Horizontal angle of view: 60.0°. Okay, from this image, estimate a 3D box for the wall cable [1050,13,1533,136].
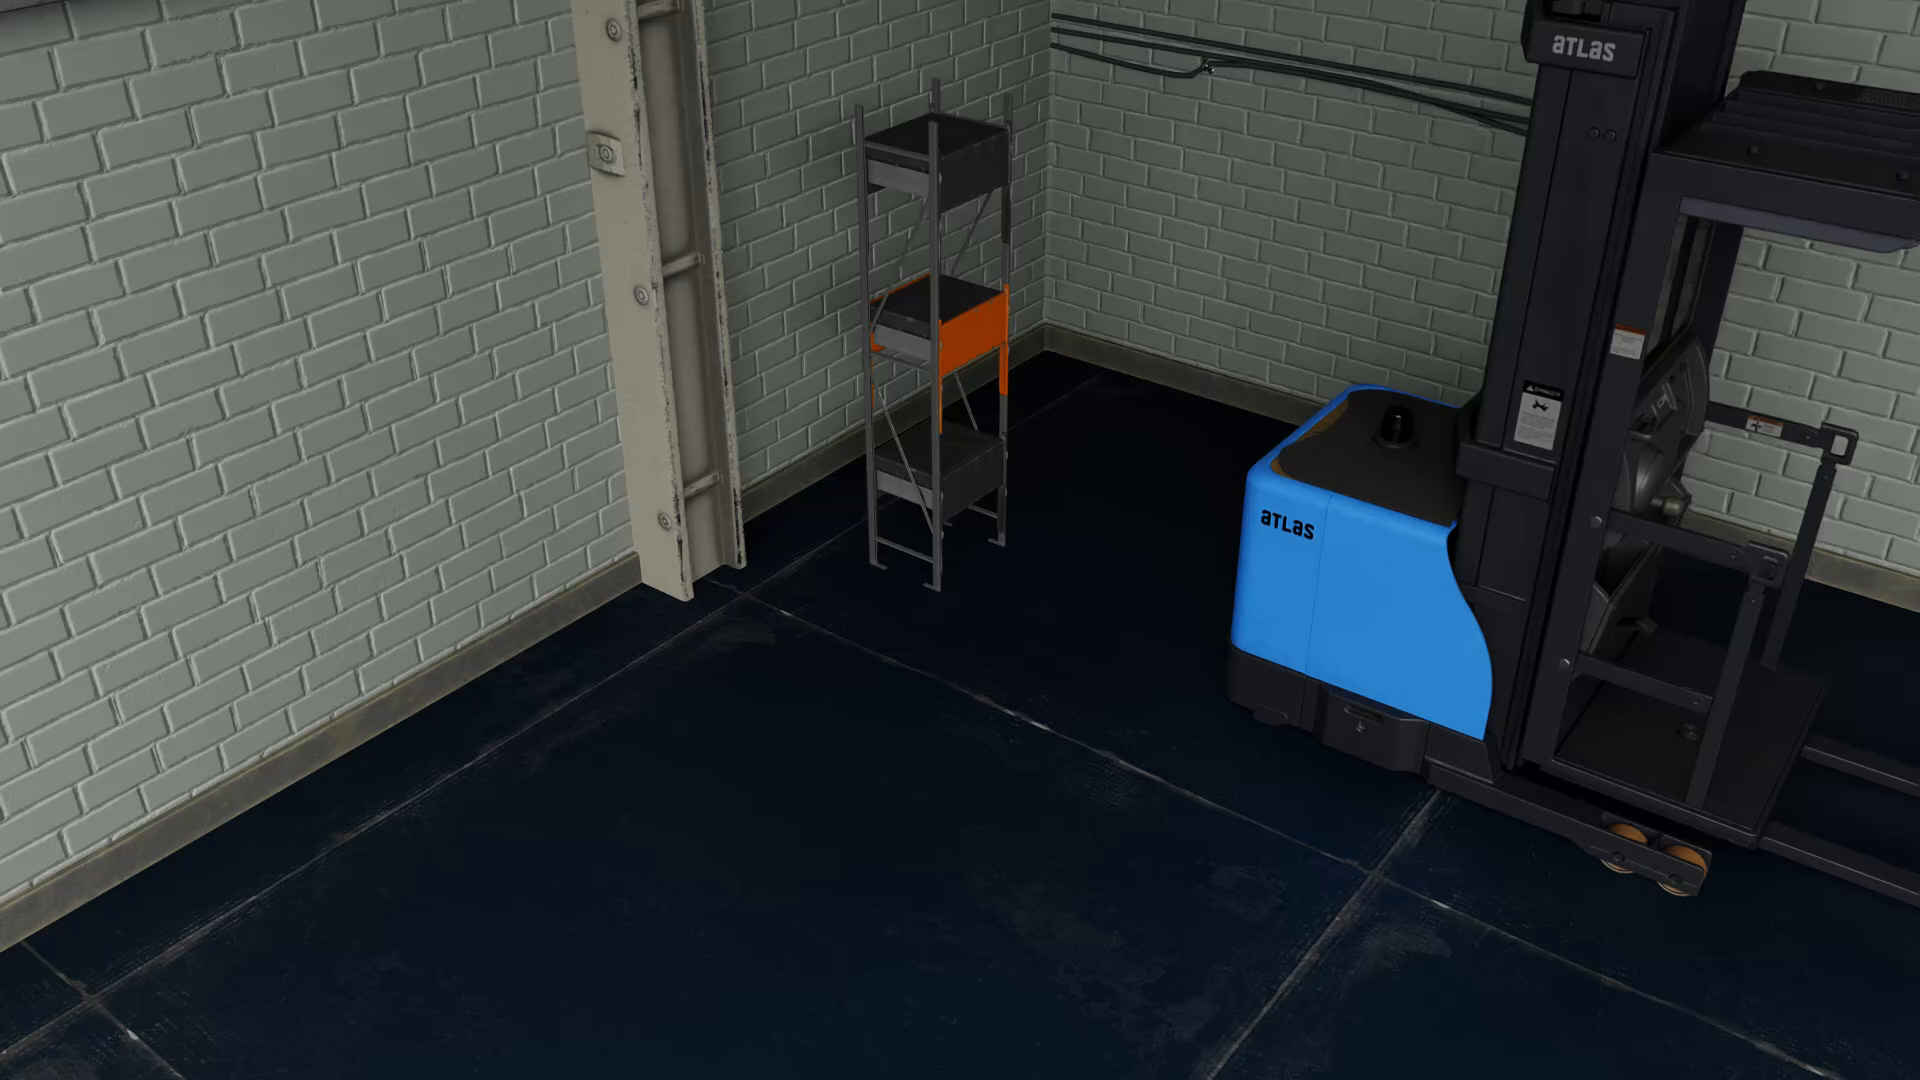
[{"bbox_3d":[1.626,-3.182,7.339,3.097,2.526,0.112,21,37,31],"label":"wall cable"}]

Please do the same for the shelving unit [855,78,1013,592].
[{"bbox_3d":[-0.100,-0.836,7.101,0.431,2.100,0.503,21,37,31],"label":"shelving unit"}]

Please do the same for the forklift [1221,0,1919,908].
[{"bbox_3d":[2.530,-0.352,5.470,3.031,2.935,1.130,20,36,30],"label":"forklift"}]

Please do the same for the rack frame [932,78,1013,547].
[{"bbox_3d":[0.047,-0.935,7.268,0.400,2.100,0.015,21,37,31],"label":"rack frame"}]

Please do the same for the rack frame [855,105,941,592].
[{"bbox_3d":[-0.247,-0.737,6.934,0.400,2.100,0.015,21,37,31],"label":"rack frame"}]

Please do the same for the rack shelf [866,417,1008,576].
[{"bbox_3d":[-0.100,-0.222,7.465,0.431,0.518,0.480,21,37,31],"label":"rack shelf"}]

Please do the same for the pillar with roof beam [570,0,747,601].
[{"bbox_3d":[2.225,-2.403,2.978,9.100,9.000,0.400,21,37,31],"label":"pillar with roof beam"}]

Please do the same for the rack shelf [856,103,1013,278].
[{"bbox_3d":[-0.100,-1.426,6.751,0.431,0.518,0.480,21,37,31],"label":"rack shelf"}]

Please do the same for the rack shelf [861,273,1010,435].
[{"bbox_3d":[-0.100,-0.824,7.108,0.431,0.518,0.480,21,37,31],"label":"rack shelf"}]
